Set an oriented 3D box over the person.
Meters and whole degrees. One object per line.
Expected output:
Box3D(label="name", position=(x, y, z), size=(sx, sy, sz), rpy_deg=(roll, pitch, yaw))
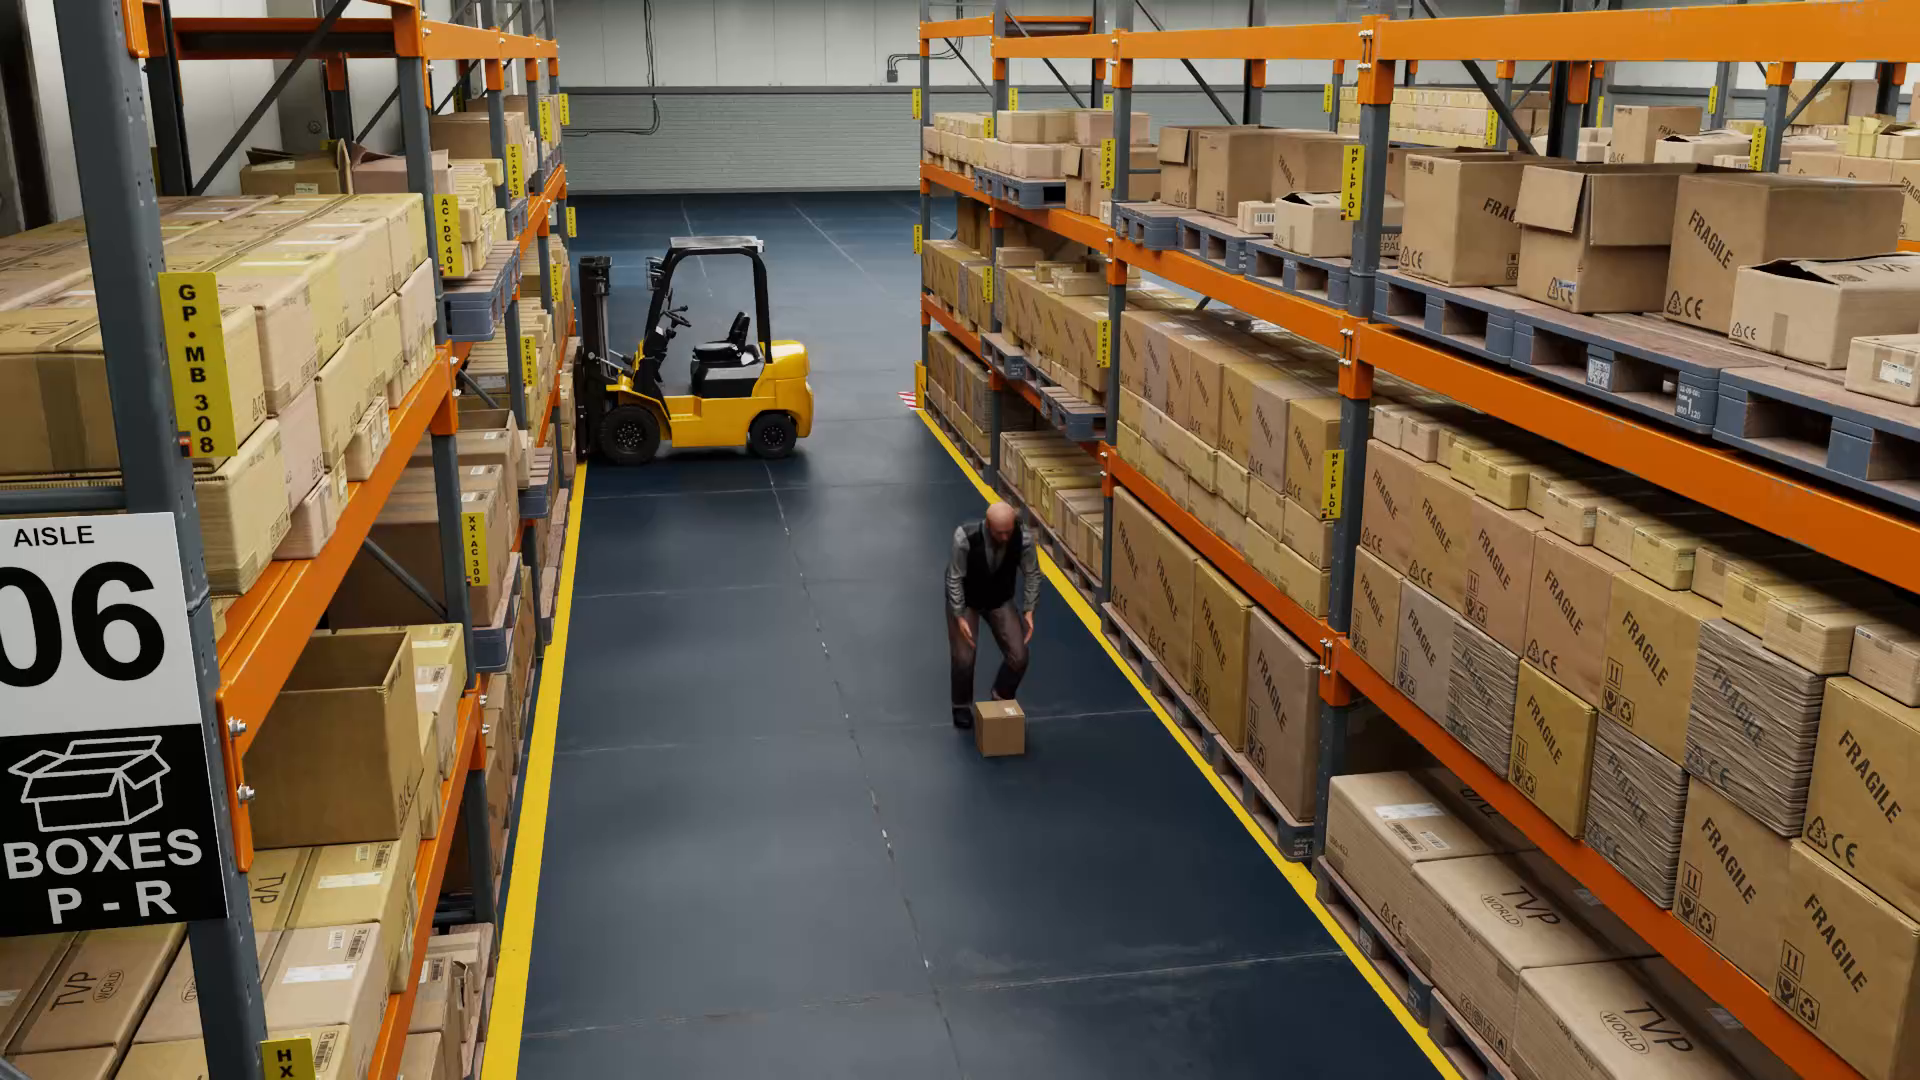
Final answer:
Box3D(label="person", position=(0.189, 0.417, 10.127), size=(0.590, 1.461, 0.670), rpy_deg=(-3, 17, -10))
